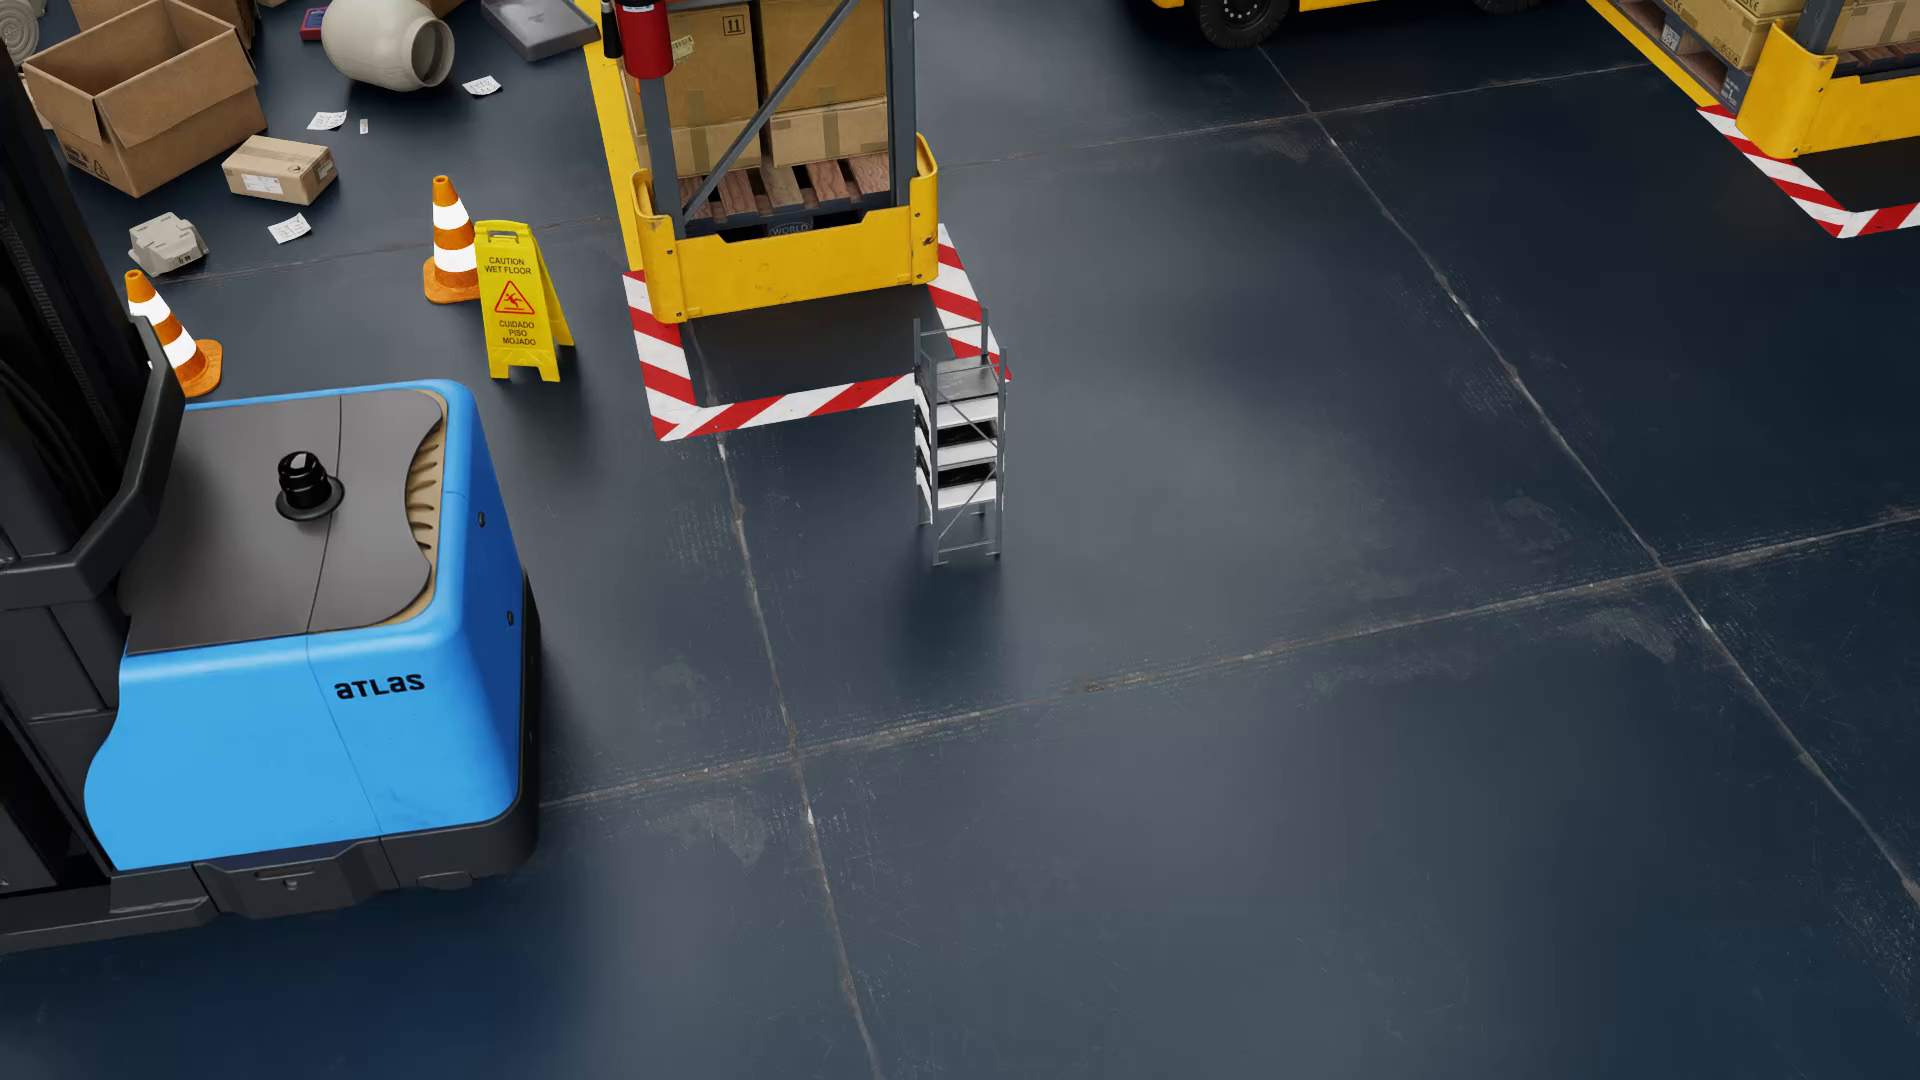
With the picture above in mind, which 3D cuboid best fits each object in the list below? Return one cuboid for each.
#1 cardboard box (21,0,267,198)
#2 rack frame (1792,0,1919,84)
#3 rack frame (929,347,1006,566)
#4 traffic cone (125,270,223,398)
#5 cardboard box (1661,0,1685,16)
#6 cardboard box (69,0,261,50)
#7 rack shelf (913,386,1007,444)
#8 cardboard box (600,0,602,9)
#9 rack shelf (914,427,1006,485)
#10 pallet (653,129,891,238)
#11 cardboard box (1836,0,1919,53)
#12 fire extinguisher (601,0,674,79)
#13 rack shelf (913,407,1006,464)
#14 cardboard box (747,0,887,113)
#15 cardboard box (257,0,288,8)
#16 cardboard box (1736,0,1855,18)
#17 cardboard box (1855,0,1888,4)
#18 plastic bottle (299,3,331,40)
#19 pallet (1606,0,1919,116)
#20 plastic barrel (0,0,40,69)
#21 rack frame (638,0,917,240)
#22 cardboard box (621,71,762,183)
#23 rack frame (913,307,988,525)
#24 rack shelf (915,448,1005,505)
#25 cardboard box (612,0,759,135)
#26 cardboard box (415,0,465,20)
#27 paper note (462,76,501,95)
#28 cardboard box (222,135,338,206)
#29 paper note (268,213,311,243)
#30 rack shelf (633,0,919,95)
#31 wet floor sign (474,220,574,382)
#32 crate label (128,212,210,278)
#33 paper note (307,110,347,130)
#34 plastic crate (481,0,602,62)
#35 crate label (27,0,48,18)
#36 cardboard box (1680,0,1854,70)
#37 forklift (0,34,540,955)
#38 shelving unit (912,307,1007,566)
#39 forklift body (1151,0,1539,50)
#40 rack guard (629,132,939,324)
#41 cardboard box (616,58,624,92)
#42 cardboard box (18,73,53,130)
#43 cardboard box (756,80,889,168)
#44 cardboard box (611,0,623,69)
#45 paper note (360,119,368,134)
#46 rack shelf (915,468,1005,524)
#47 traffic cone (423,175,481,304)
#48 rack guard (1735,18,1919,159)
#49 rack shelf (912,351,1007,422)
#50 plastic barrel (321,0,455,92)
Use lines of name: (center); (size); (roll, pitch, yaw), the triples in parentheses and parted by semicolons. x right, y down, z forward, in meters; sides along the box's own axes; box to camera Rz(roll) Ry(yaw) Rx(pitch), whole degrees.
cardboard box: (-3.560, -1.945, 7.304); (0.637, 0.503, 0.797); (27, 51, 24)
rack frame: (4.134, -2.980, 6.570); (1.000, 3.000, 0.127); (-11, 47, -10)
rack frame: (0.024, -0.250, 5.365); (0.240, 0.900, 0.006); (-11, 47, -10)
traffic cone: (-3.006, -0.805, 6.215); (0.336, 0.463, 0.334); (-11, 47, -10)
cardboard box: (3.590, -2.776, 8.001); (0.500, 0.250, 0.500); (-11, 47, -10)
cardboard box: (-3.808, -2.637, 7.887); (0.797, 0.637, 0.503); (-11, 47, -10)
rack shelf: (-0.002, -0.423, 5.329); (0.258, 0.077, 0.200); (-11, 47, -10)
cardboard box: (-1.395, -2.482, 7.714); (0.500, 0.250, 0.500); (-12, 47, -12)
rack shelf: (-0.002, -0.297, 5.458); (0.258, 0.077, 0.200); (-11, 47, -10)
pallet: (-0.857, -1.713, 7.281); (1.003, 0.211, 1.213); (-11, 47, -10)
cardboard box: (4.197, -2.539, 7.769); (0.500, 0.250, 0.500); (-11, 47, -10)
fire extinguisher: (-1.080, -1.879, 5.545); (0.296, 0.674, 0.183); (-11, 47, -10)
rack shelf: (-0.002, -0.360, 5.394); (0.258, 0.077, 0.200); (-11, 47, -10)
cardboard box: (-0.609, -2.140, 6.853); (0.500, 0.500, 0.500); (-12, 47, -12)
cardboard box: (-3.554, -2.919, 8.425); (0.396, 0.266, 0.258); (27, 51, 24)
cardboard box: (3.707, -2.618, 7.497); (0.500, 0.250, 0.500); (-11, 47, -11)
cardboard box: (4.214, -2.702, 7.579); (0.500, 0.250, 0.500); (-10, 46, -10)
plastic bottle: (-3.170, -2.569, 8.224); (0.133, 0.061, 0.283); (-3, 46, -3)
pallet: (3.898, -2.524, 8.076); (1.003, 0.211, 1.213); (-11, 47, -10)
plastic barrel: (-4.673, -2.452, 7.856); (0.512, 0.421, 0.421); (19, 48, 17)
rack frame: (-0.663, -2.069, 5.678); (1.000, 3.000, 0.127); (-11, 47, -10)
cardboard box: (-1.137, -1.779, 7.025); (0.500, 0.250, 0.500); (-11, 47, -11)
rack frame: (-0.028, -0.391, 5.503); (0.240, 0.900, 0.006); (-11, 47, -10)
rack shelf: (-0.002, -0.234, 5.522); (0.258, 0.077, 0.200); (-11, 47, -10)
cardboard box: (-1.121, -2.022, 6.737); (0.500, 0.500, 0.500); (-10, 46, -10)
cardboard box: (-2.728, -2.968, 8.307); (0.500, 0.500, 0.500); (19, 48, 17)
paper note: (-2.249, -2.142, 7.828); (0.142, 0.019, 0.148); (-26, 51, -24)
cardboard box: (-2.951, -1.607, 7.220); (0.380, 0.149, 0.250); (11, 47, 11)
paper note: (-2.830, -1.319, 7.021); (0.148, 0.019, 0.142); (-26, 51, -24)
rack shelf: (-1.175, -3.198, 7.288); (1.077, 0.370, 4.000); (-11, 47, -10)
wet floor sign: (-1.649, -0.919, 6.198); (0.267, 0.644, 0.232); (4, 46, 4)
crate label: (-3.268, -1.222, 6.852); (0.250, 0.136, 0.298); (-35, 55, -30)
paper note: (-2.902, -1.929, 7.627); (0.148, 0.019, 0.142); (4, 46, 4)
plastic crate: (-2.078, -2.575, 8.218); (0.402, 0.080, 0.583); (-26, 51, -24)
crate label: (-4.727, -2.686, 8.286); (0.250, 0.136, 0.298); (27, 51, 24)
cardboard box: (3.708, -2.431, 7.663); (0.500, 0.250, 0.500); (-10, 46, -10)
forklift: (-2.783, -0.229, 3.922); (3.031, 2.935, 1.130); (-7, 46, -7)
shelving unit: (-0.002, -0.321, 5.434); (0.258, 0.900, 0.210); (-11, 47, -10)
forklift body: (1.885, -3.658, 7.829); (2.313, 2.155, 1.214); (-11, 47, -10)
rack guard: (-0.683, -1.247, 6.622); (1.175, 0.500, 0.348); (-11, 47, -10)
cardboard box: (-1.255, -2.122, 7.360); (0.500, 0.250, 0.500); (-11, 47, -10)
cardboard box: (-4.226, -2.049, 7.572); (0.396, 0.266, 0.258); (-3, 46, -3)
cardboard box: (-0.603, -1.861, 7.105); (0.500, 0.250, 0.500); (-11, 47, -11)
cardboard box: (-1.257, -2.382, 7.090); (0.500, 0.500, 0.500); (-9, 46, -9)
paper note: (-2.723, -1.890, 7.595); (0.032, 0.001, 0.123); (-11, 47, -10)
rack shelf: (-0.002, -0.171, 5.586); (0.258, 0.077, 0.200); (-11, 47, -10)
traffic cone: (-2.020, -1.242, 6.644); (0.336, 0.463, 0.334); (-11, 47, -10)
rack guard: (4.140, -2.088, 7.446); (1.175, 0.500, 0.348); (-11, 47, -10)
rack shelf: (-0.002, -0.486, 5.265); (0.258, 0.077, 0.200); (-11, 47, -10)
plastic barrel: (-2.656, -2.317, 7.724); (0.512, 0.421, 0.421); (19, 48, 17)
